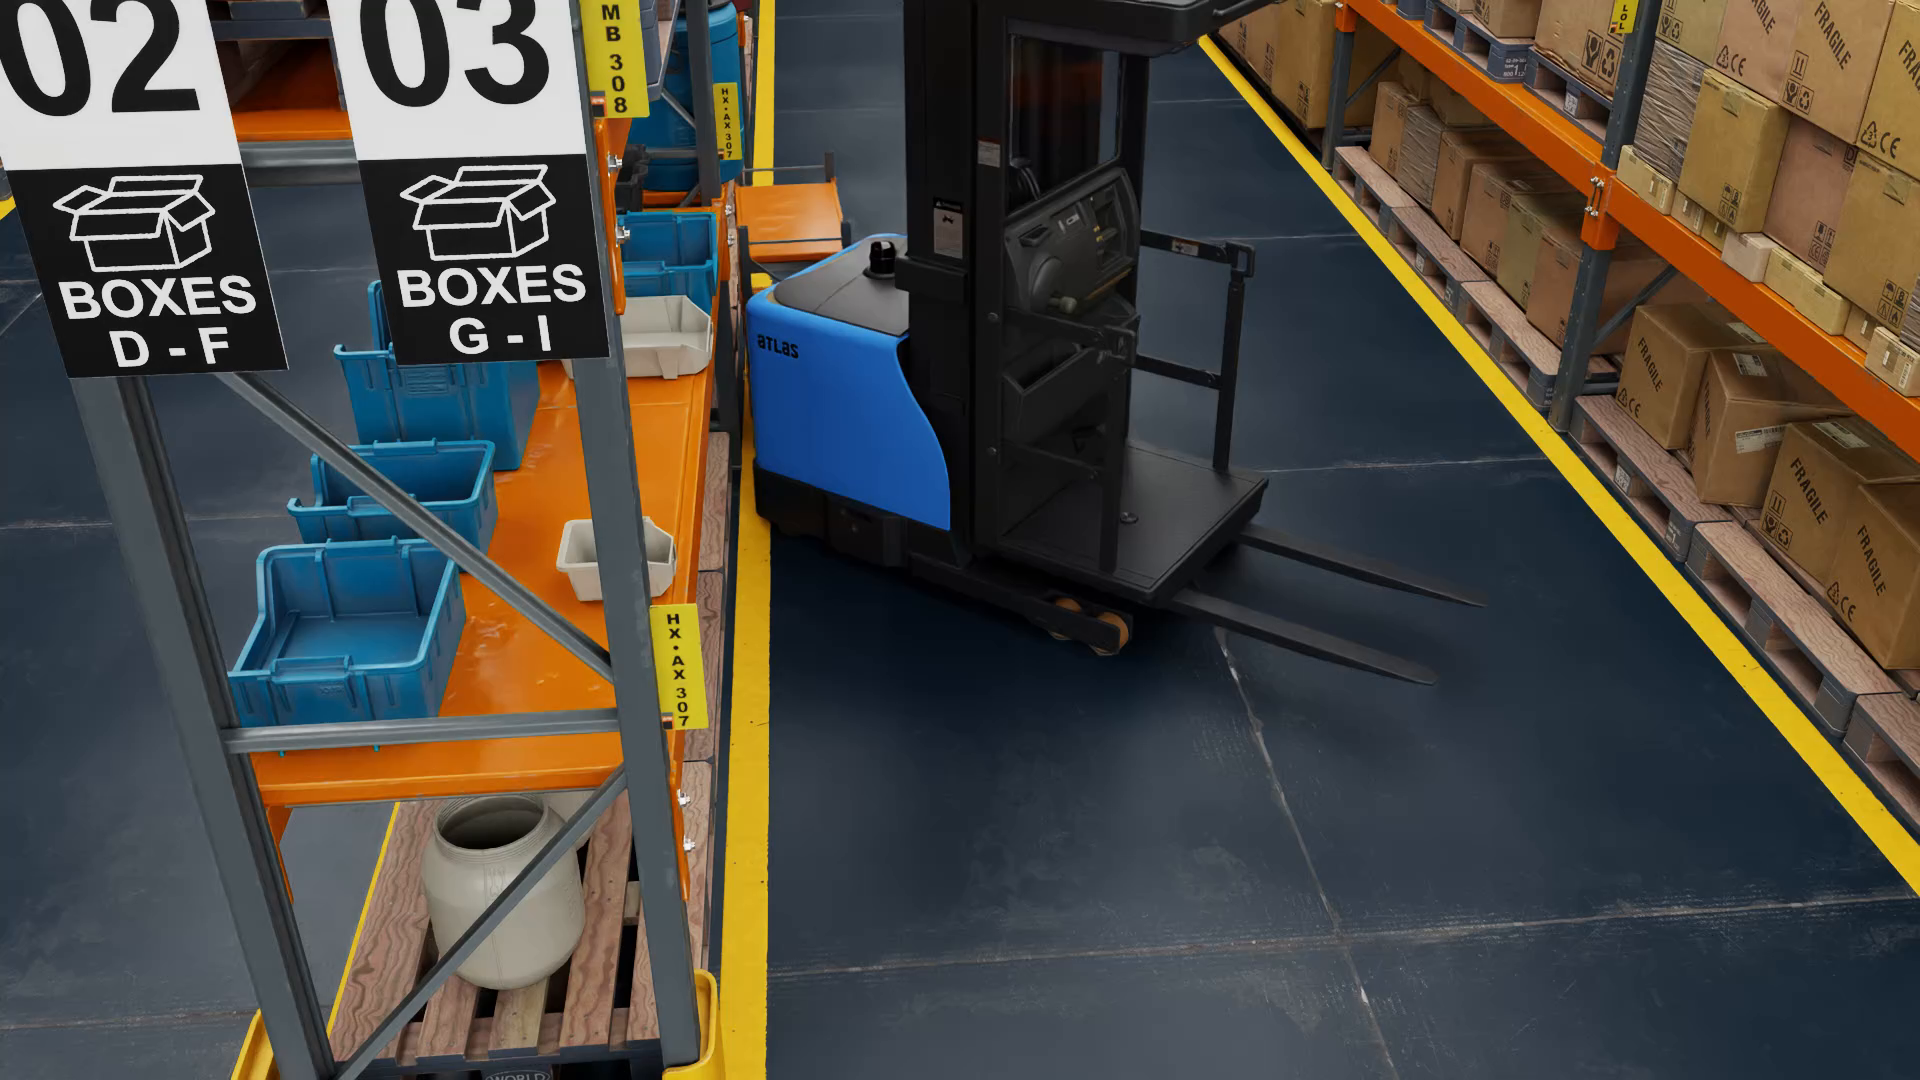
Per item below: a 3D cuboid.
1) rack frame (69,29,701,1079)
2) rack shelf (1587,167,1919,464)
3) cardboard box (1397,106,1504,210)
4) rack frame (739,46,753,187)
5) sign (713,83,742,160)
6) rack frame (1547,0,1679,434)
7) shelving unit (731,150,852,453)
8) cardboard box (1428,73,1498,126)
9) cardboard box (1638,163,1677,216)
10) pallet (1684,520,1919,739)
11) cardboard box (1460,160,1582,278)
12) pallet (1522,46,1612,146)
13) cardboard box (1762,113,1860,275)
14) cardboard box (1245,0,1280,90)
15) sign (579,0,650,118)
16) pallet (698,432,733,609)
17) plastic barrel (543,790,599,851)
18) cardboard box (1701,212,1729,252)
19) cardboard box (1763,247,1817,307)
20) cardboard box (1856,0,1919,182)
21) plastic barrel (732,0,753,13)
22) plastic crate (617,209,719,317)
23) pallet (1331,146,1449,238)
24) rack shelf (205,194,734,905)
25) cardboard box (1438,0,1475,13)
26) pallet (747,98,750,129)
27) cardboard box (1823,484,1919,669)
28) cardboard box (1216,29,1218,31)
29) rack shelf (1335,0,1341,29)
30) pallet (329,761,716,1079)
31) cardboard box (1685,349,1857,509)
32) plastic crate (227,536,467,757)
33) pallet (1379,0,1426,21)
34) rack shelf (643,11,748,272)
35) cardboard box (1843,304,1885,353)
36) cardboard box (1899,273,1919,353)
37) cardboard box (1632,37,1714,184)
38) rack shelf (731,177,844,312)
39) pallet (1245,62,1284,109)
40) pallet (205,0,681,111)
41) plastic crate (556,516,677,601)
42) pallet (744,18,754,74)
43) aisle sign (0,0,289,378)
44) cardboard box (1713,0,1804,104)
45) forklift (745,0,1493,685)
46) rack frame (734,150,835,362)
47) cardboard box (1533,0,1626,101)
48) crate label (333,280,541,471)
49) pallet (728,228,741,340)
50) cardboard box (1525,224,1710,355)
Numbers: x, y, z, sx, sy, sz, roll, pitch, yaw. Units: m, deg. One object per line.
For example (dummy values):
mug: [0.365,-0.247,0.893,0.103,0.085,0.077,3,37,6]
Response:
rack frame: [-1.154,0.420,3.622,1.000,3.000,0.127,-3,31,-5]
rack shelf: [3.591,-0.530,5.913,1.077,0.370,4.000,-3,31,-5]
cardboard box: [3.177,-2.394,10.341,0.700,0.500,0.500,-5,31,-9]
rack frame: [-1.901,-3.664,10.460,1.000,3.000,0.127,-3,31,-5]
sign: [-0.979,-1.762,7.004,0.100,0.325,0.005,-3,31,-5]
rack frame: [3.404,-1.859,7.438,1.000,3.000,0.127,-3,31,-5]
shelving unit: [-0.809,-1.183,8.133,0.538,1.125,1.048,-4,31,-7]
cardboard box: [3.182,-2.728,10.170,0.500,0.250,0.500,1,31,1]
cardboard box: [3.135,-1.499,7.080,0.380,0.149,0.250,-3,31,-5]
pallet: [3.619,0.303,6.537,1.003,0.211,1.213,-3,31,-5]
cardboard box: [3.289,-1.820,9.380,0.700,0.500,0.500,-5,31,-9]
pallet: [3.477,-2.174,8.152,1.003,0.211,1.213,-3,31,-5]
cardboard box: [3.543,-1.290,6.097,0.875,0.500,0.500,-3,31,-5]
cardboard box: [2.911,-3.979,12.648,1.225,0.875,0.875,-3,31,-4]
sign: [-0.606,-0.896,2.891,0.100,0.325,0.005,-3,31,-5]
pallet: [-1.506,-0.080,7.178,1.003,0.211,1.213,-3,31,-5]
plastic barrel: [-1.338,0.720,5.137,0.421,0.512,0.421,0,31,0]
cardboard box: [3.219,-1.246,6.655,0.380,0.149,0.250,-3,31,-5]
cardboard box: [3.266,-0.990,6.228,0.380,0.149,0.250,-3,31,-5]
cardboard box: [3.345,-1.452,5.393,0.500,0.500,0.500,-3,31,-5]
plastic barrel: [-1.556,-3.500,10.052,0.600,0.536,0.708,-3,31,-5]
plastic crate: [-1.154,-1.006,6.155,0.499,0.251,0.616,-3,31,-5]
pallet: [3.102,-2.305,10.904,1.003,0.211,1.213,-3,31,-5]
rack shelf: [-1.341,-0.292,5.516,1.077,0.370,4.000,-3,31,-5]
cardboard box: [2.958,-3.151,9.337,0.500,0.250,0.500,-4,31,-6]
pallet: [-2.016,-2.868,11.845,1.003,0.211,1.213,-3,31,-5]
cardboard box: [3.606,0.132,6.132,0.500,0.500,0.500,0,31,0]
cardboard box: [2.736,-4.886,14.168,1.225,0.875,0.875,-3,31,-4]
rack shelf: [2.843,-4.614,12.751,1.077,0.370,4.000,-3,31,-5]
pallet: [-1.278,1.166,5.093,1.003,0.211,1.213,-3,31,-5]
cardboard box: [3.463,-0.468,7.137,0.500,0.500,0.500,7,32,11]
plastic crate: [-1.498,0.243,4.064,0.499,0.251,0.616,-3,31,-5]
pallet: [3.203,-3.461,10.306,1.213,0.211,1.003,-3,31,-5]
rack shelf: [-1.714,-2.334,8.935,1.077,0.370,4.000,-3,31,-5]
cardboard box: [3.347,-0.737,5.803,0.380,0.149,0.250,-3,31,-5]
cardboard box: [3.584,-0.777,5.238,0.875,0.500,0.500,-3,31,-5]
cardboard box: [3.384,-1.797,6.946,0.875,0.500,0.500,-3,31,-5]
rack shelf: [-0.809,-1.434,7.983,0.538,0.278,1.000,-4,31,-7]
pallet: [2.921,-3.732,13.292,1.003,0.211,1.213,-3,31,-5]
pallet: [-1.134,-1.214,3.616,1.003,0.211,1.213,-3,31,-5]
plastic crate: [-0.917,0.061,4.480,0.298,0.136,0.250,-3,31,-5]
pallet: [-2.244,-4.113,13.931,1.003,0.211,1.213,-3,31,-5]
aisle sign: [-1.443,-0.645,2.870,0.394,0.787,0.004,-3,31,-5]
cardboard box: [3.241,-1.962,6.247,0.500,0.500,0.500,-3,31,-5]
forklift: [0.612,-1.118,6.264,3.031,2.935,1.130,19,36,28]
rack frame: [-0.880,-1.441,8.565,0.500,1.125,0.032,-4,31,-7]
cardboard box: [3.469,-2.710,7.867,1.000,1.000,1.000,-3,31,-4]
crate label: [-1.595,-0.522,5.164,0.502,0.435,0.616,-3,31,-5]
pallet: [-1.757,-1.448,9.469,1.003,0.211,1.213,-3,31,-5]
cardboard box: [3.368,-1.290,8.493,0.700,0.500,0.500,-5,31,-8]
